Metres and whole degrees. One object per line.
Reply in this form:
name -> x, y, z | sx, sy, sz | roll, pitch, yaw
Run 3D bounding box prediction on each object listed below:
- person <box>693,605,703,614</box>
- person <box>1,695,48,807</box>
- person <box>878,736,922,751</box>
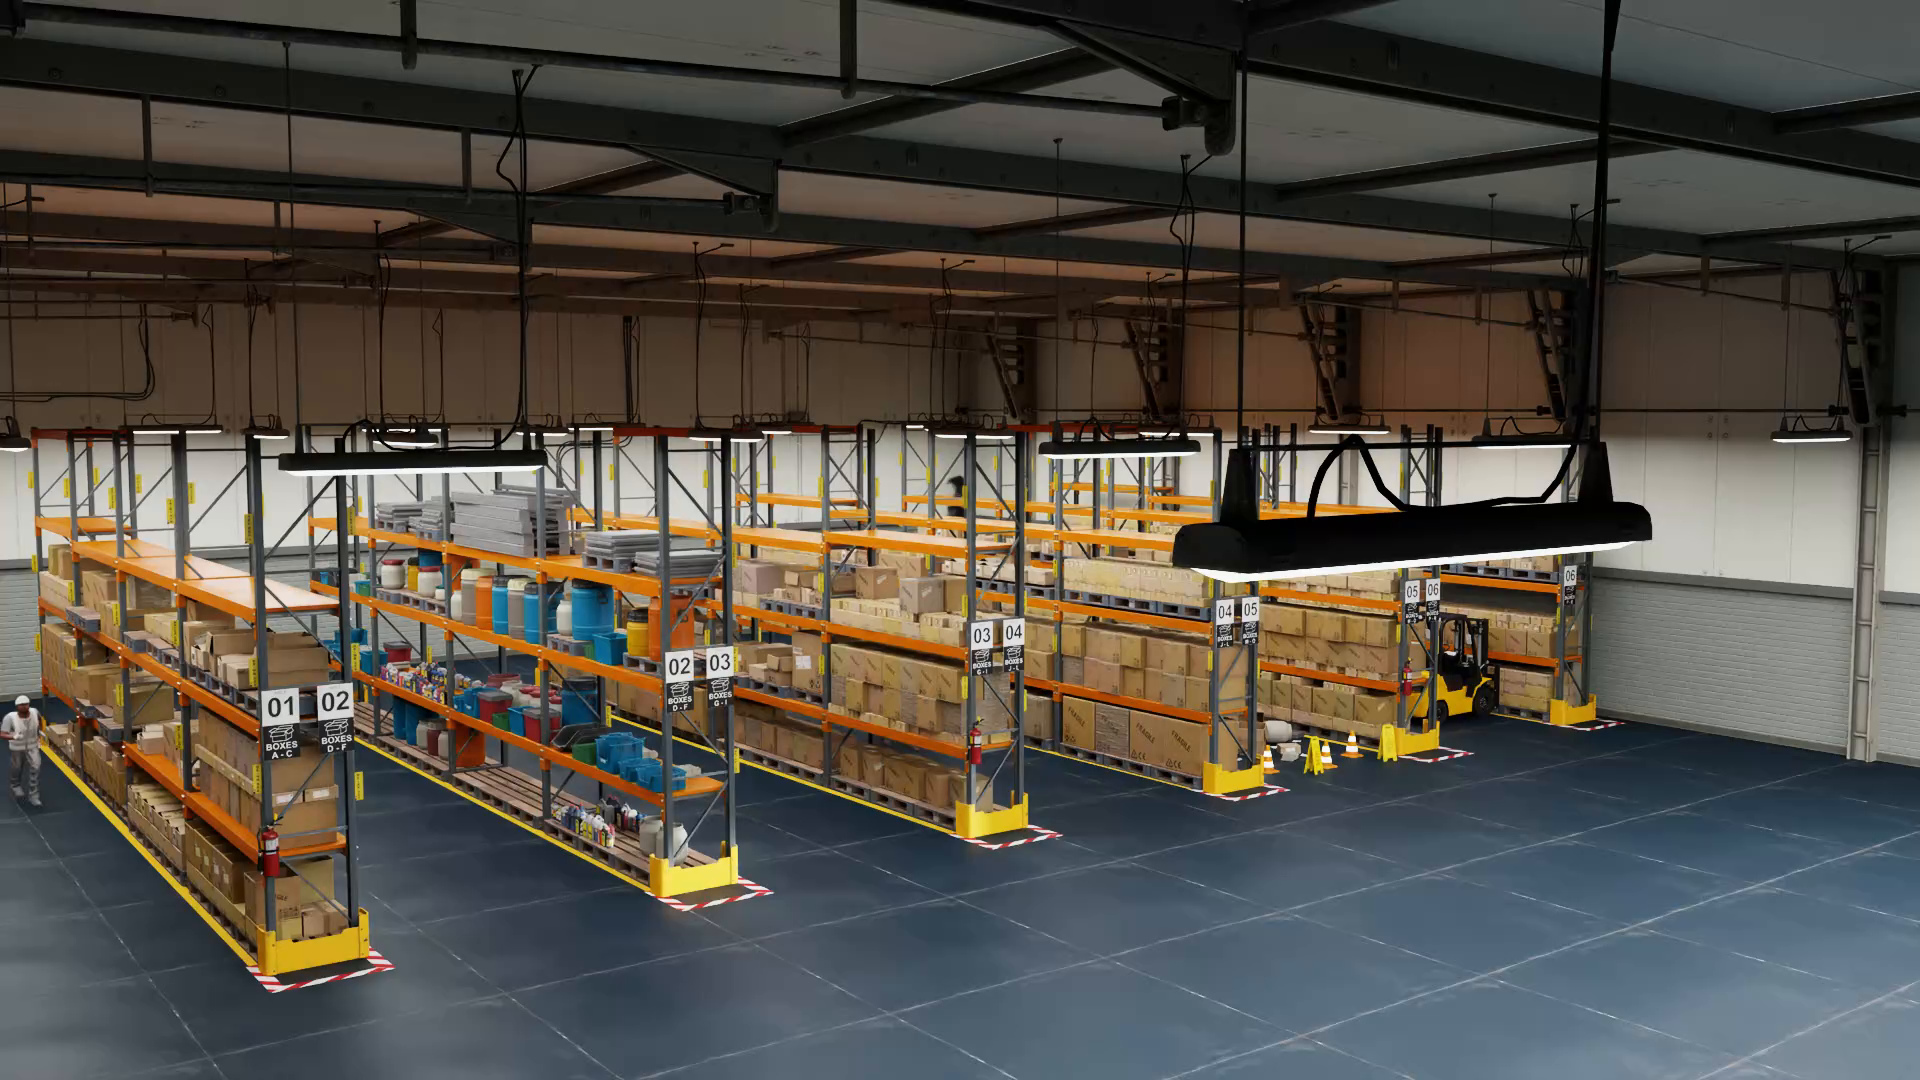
person -> -6.491, 2.294, 40.391 | 0.595, 1.715, 0.706 | -3, 6, -38
person -> -15.036, 3.350, 26.713 | 0.711, 1.767, 1.008 | -4, 6, -41
person -> -1.093, 3.098, 30.911 | 0.953, 1.632, 0.578 | 3, 5, 34
